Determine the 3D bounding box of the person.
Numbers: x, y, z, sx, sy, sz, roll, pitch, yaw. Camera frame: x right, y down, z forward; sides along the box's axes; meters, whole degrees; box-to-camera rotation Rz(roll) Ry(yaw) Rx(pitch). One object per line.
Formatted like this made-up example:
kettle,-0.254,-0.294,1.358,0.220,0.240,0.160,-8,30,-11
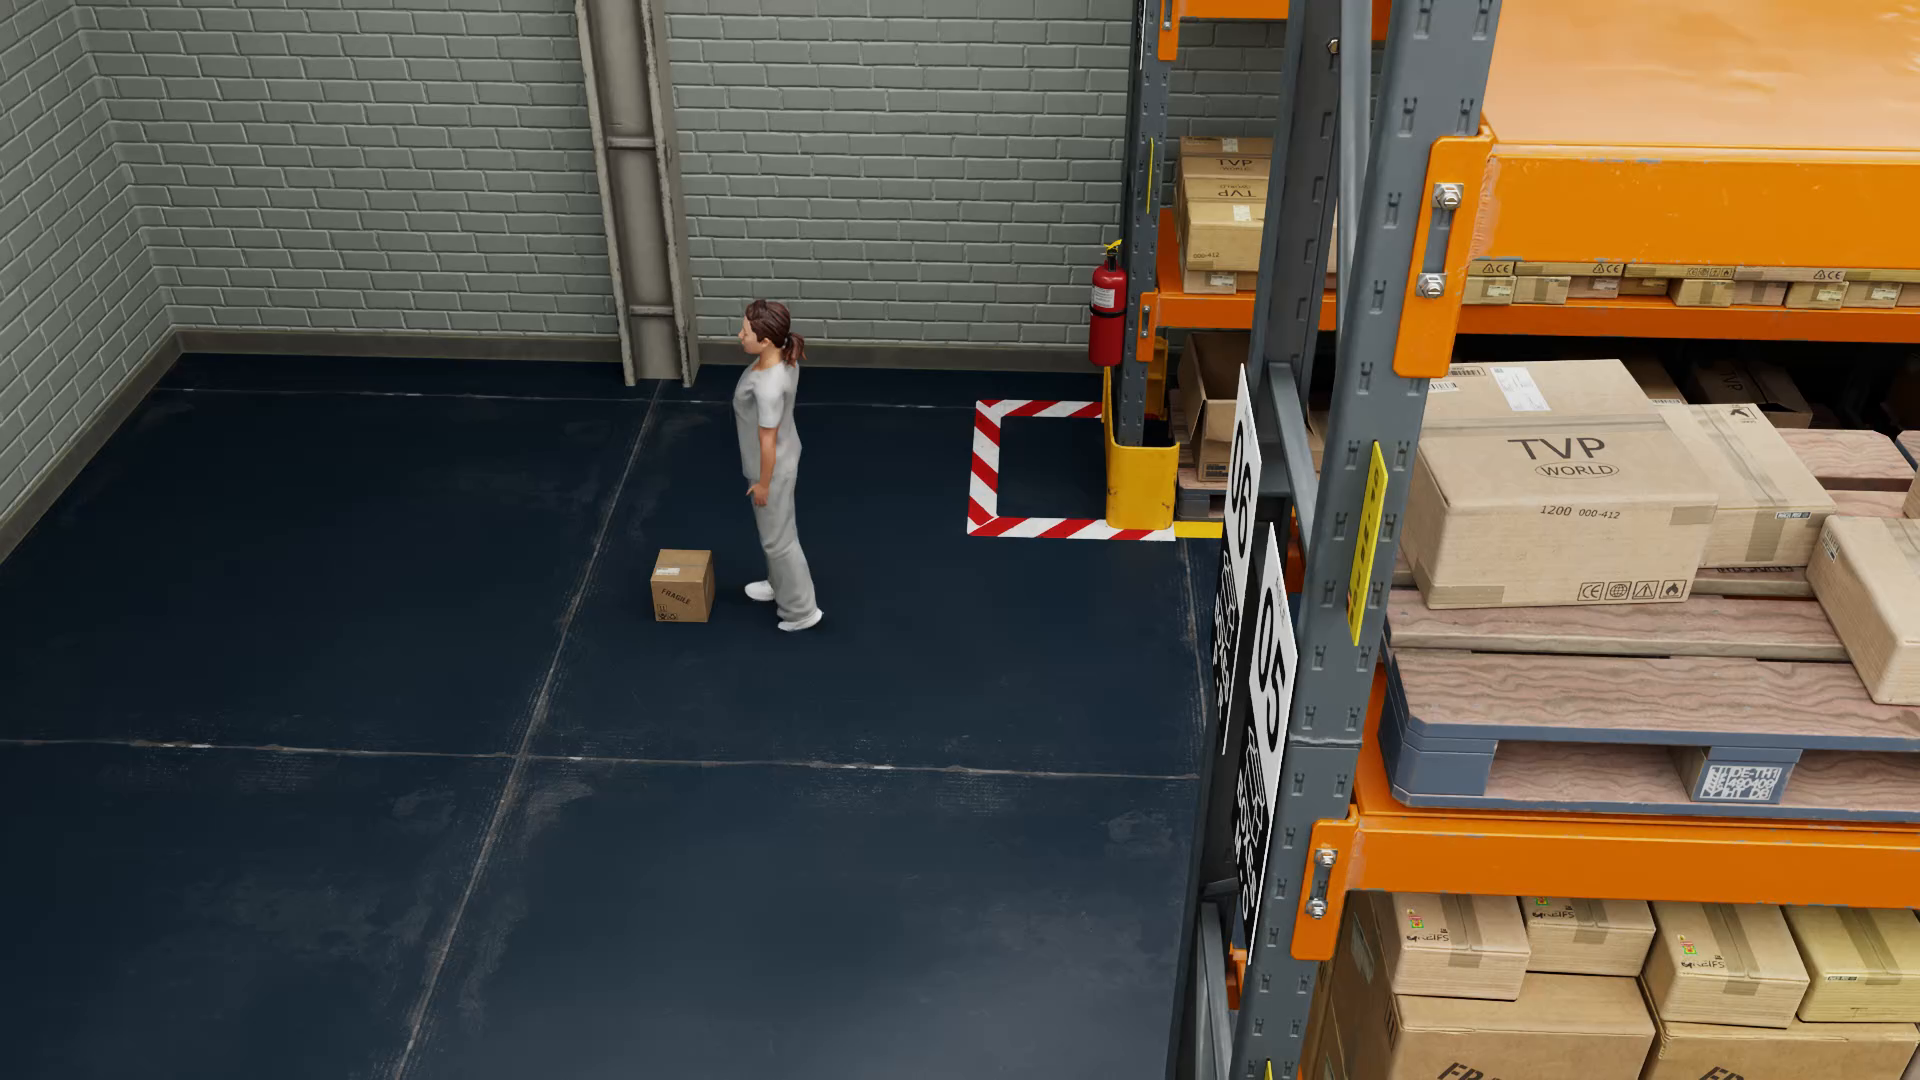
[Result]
person,-0.857,-0.270,7.639,0.384,1.618,0.438,2,36,3
